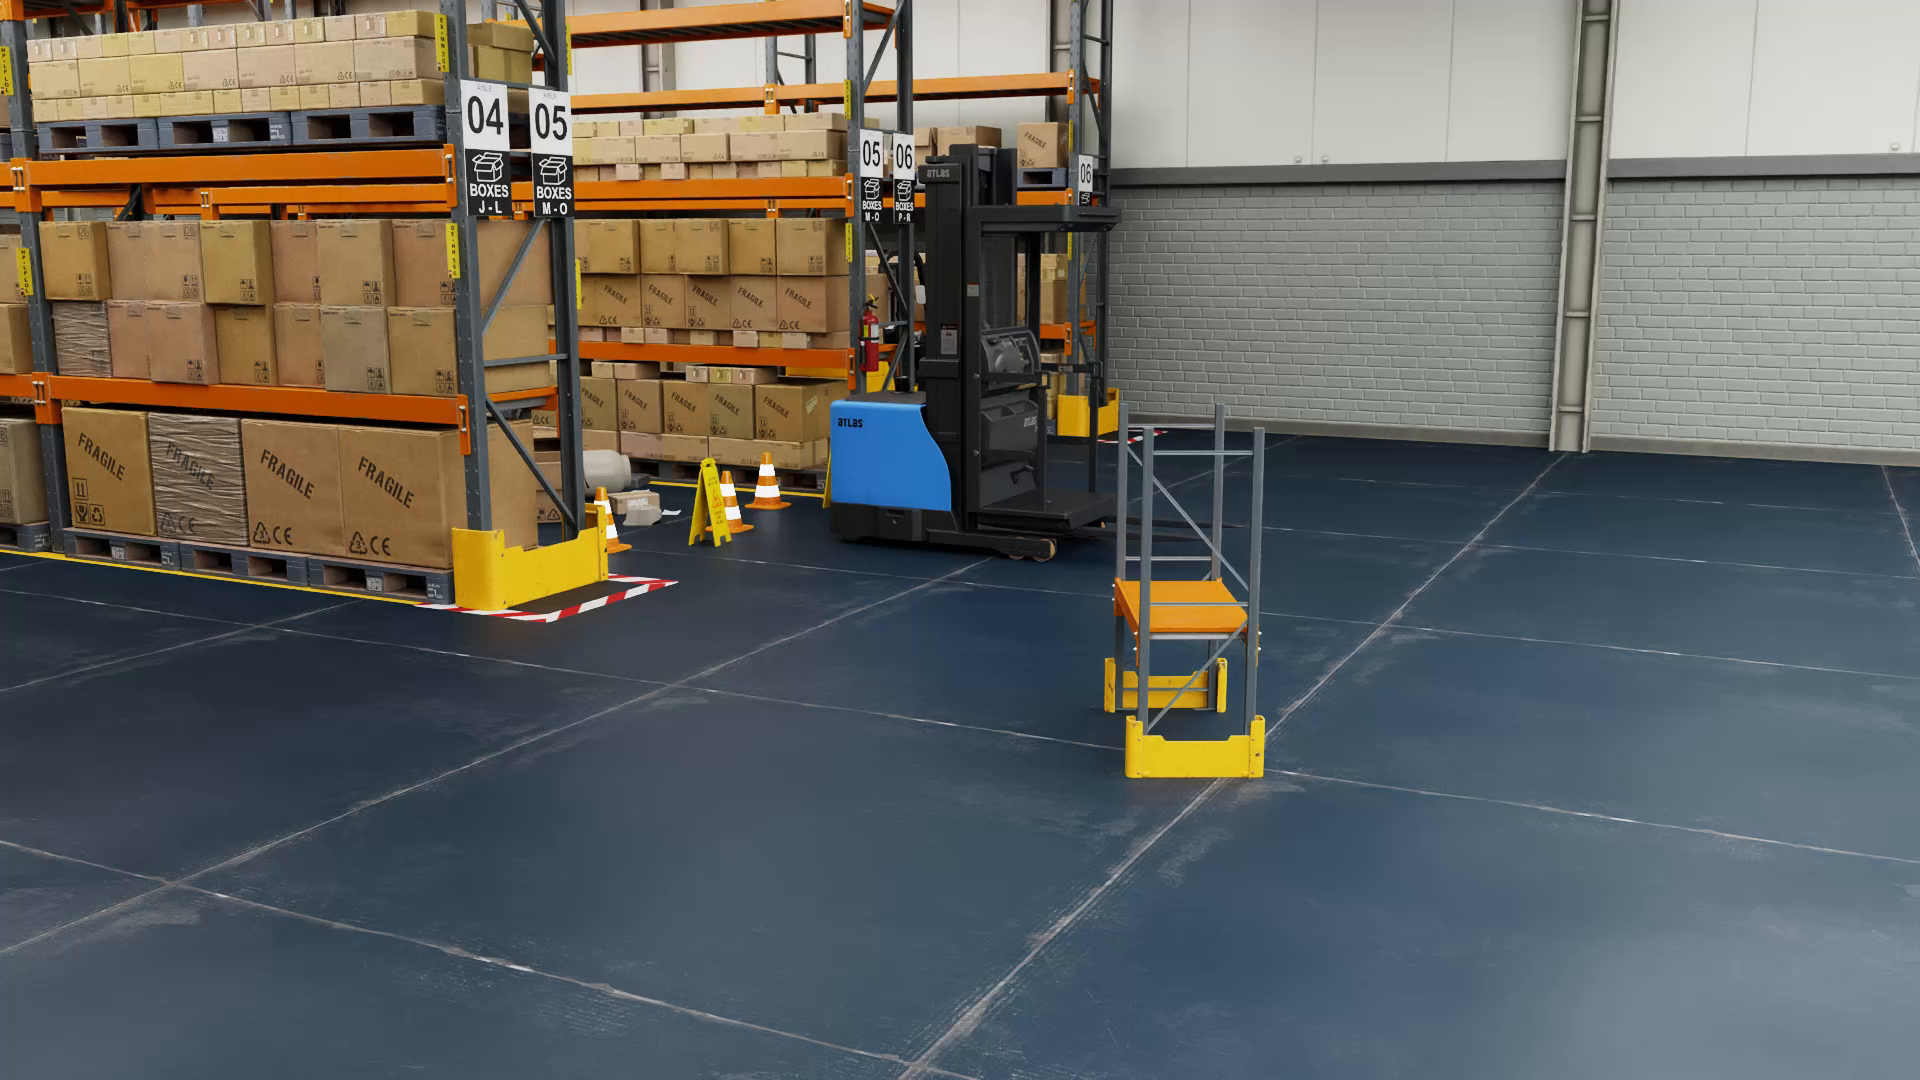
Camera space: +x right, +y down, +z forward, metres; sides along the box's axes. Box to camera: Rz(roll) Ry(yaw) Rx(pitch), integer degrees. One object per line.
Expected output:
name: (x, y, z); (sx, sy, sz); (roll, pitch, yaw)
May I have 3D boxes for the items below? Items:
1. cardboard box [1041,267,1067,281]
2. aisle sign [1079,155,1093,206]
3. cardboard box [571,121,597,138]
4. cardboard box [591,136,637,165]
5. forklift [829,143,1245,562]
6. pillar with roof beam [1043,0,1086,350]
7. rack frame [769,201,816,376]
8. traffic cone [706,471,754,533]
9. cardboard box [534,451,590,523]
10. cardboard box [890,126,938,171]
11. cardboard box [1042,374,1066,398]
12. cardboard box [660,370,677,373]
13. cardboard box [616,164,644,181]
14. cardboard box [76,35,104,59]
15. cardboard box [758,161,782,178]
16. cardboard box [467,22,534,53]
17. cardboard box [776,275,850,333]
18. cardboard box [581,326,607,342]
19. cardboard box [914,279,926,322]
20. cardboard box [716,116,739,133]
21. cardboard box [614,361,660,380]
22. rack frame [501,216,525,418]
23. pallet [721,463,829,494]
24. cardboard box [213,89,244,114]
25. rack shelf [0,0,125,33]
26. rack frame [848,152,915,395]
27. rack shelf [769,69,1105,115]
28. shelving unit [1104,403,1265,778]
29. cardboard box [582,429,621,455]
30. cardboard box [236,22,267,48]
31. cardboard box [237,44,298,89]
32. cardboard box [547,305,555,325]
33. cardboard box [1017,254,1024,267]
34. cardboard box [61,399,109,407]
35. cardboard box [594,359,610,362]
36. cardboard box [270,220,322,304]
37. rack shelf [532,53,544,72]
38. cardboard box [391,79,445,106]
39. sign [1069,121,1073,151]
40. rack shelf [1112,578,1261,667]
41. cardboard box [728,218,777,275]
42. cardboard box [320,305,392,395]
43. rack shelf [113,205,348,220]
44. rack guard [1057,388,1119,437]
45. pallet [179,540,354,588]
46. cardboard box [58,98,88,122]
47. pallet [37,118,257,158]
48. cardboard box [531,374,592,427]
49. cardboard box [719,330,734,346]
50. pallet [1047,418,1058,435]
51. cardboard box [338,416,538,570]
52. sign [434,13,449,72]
cardboard box: (1.061, -3.082, 19.237); (0.250, 0.149, 0.380); (5, 11, 27)
aisle sign: (1.424, -3.959, 18.881); (0.004, 0.787, 0.394); (5, 11, 26)
cardboard box: (-3.444, -3.858, 15.670); (0.250, 0.149, 0.380); (5, 11, 25)
cardboard box: (-3.101, -3.643, 15.600); (0.500, 0.250, 0.500); (5, 11, 26)
forklift: (0.560, -1.393, 12.199); (3.031, 2.935, 1.130); (5, 11, 26)
pillar with roof beam: (-0.635, -5.195, 16.165); (0.400, 9.000, 9.100); (5, 11, 26)
rack frame: (-2.092, -3.047, 21.141); (0.127, 3.000, 1.000); (5, 11, 26)
traffic cone: (-1.840, -0.314, 13.165); (0.334, 0.463, 0.336); (5, 11, 26)
cardboard box: (-3.393, -0.444, 13.771); (0.637, 0.503, 0.797); (-2, 11, -14)
cardboard box: (-0.391, -4.659, 19.878); (0.637, 0.503, 0.797); (5, 12, 28)
cardboard box: (0.921, -1.820, 19.499); (0.500, 0.250, 0.500); (5, 11, 25)
cardboard box: (-3.178, -1.433, 16.660); (0.500, 0.500, 0.500); (5, 12, 27)
cardboard box: (-2.996, -3.427, 15.524); (0.250, 0.149, 0.380); (5, 11, 25)
cardboard box: (-5.752, -3.333, 11.306); (0.250, 0.149, 0.380); (5, 11, 25)
cardboard box: (-1.602, -3.315, 14.907); (0.250, 0.149, 0.380); (5, 12, 28)
cardboard box: (-2.955, -3.218, 10.670); (0.250, 0.149, 0.380); (5, 11, 26)
cardboard box: (-1.306, -2.133, 14.976); (0.500, 0.500, 0.500); (5, 11, 25)
cardboard box: (-3.436, -2.001, 16.070); (0.250, 0.149, 0.380); (5, 12, 28)
cardboard box: (-0.439, -2.898, 20.040); (0.500, 0.500, 0.500); (5, 11, 26)
cardboard box: (-2.004, -3.755, 15.099); (0.250, 0.149, 0.380); (5, 11, 26)
cardboard box: (-3.085, -1.625, 15.903); (0.250, 0.149, 0.380); (6, 12, 29)
rack frame: (-4.285, -2.254, 16.760); (0.127, 3.000, 1.000); (5, 11, 26)
pallet: (-1.478, -0.642, 15.684); (1.213, 0.211, 1.003); (5, 11, 26)
cardboard box: (-4.613, -2.840, 10.825); (0.250, 0.149, 0.380); (5, 11, 27)
rack shelf: (-8.178, -4.014, 12.784); (4.000, 0.370, 1.077); (5, 11, 26)
rack frame: (-0.697, -1.938, 15.018); (0.127, 3.000, 1.000); (5, 11, 26)
rack shelf: (-0.298, -5.290, 19.836); (4.000, 0.370, 1.077); (5, 11, 26)
shelving unit: (1.004, 0.182, 7.512); (0.587, 1.500, 1.083); (0, 10, 0)
cardboard box: (-3.391, -0.977, 16.249); (0.500, 0.250, 0.500); (6, 12, 29)
cardboard box: (-4.389, -3.213, 10.645); (0.250, 0.149, 0.380); (5, 11, 25)
cardboard box: (-4.258, -3.018, 10.684); (0.500, 0.250, 0.500); (5, 11, 25)
cardboard box: (-4.013, -2.370, 16.287); (0.500, 0.500, 0.500); (5, 11, 26)
cardboard box: (0.846, -3.255, 19.357); (0.250, 0.149, 0.380); (5, 11, 26)
cardboard box: (-10.054, -1.939, 19.809); (0.875, 0.875, 0.875); (5, 12, 27)
cardboard box: (-4.536, -2.298, 22.496); (0.625, 0.625, 0.875); (5, 12, 28)
cardboard box: (-4.089, -1.875, 11.214); (0.550, 0.550, 0.875); (5, 11, 26)
rack shelf: (-6.078, -4.812, 17.196); (4.000, 0.370, 1.077); (5, 11, 26)
cardboard box: (-3.245, -2.720, 10.161); (0.250, 0.149, 0.380); (5, 11, 26)
sign: (1.243, -4.519, 18.588); (0.005, 0.325, 0.100); (5, 11, 26)
rack shelf: (1.004, 0.361, 7.536); (0.538, 0.185, 1.000); (0, 10, 0)
cardboard box: (-1.703, -2.672, 15.150); (0.500, 0.500, 0.700); (5, 11, 26)
cardboard box: (-3.653, -1.276, 10.934); (0.550, 0.550, 0.875); (5, 11, 26)
rack shelf: (-11.059, -4.957, 25.292); (4.000, 0.370, 1.077); (5, 11, 26)
rack guard: (1.517, -1.500, 19.612); (0.348, 0.500, 1.175); (5, 11, 26)
pallet: (-4.639, 0.085, 11.666); (1.213, 0.211, 1.003); (5, 11, 26)
cardboard box: (-5.975, -2.960, 11.487); (0.250, 0.149, 0.380); (5, 11, 26)
pallet: (-5.655, -2.821, 11.723); (1.213, 0.211, 1.003); (5, 11, 26)
cardboard box: (-3.875, -1.387, 16.405); (0.500, 0.500, 0.500); (6, 12, 29)
cardboard box: (-2.036, -1.894, 15.478); (0.250, 0.149, 0.380); (5, 11, 27)
pallet: (0.791, -1.413, 19.944); (1.213, 0.211, 1.003); (5, 11, 26)
cardboard box: (-3.434, -0.344, 10.995); (0.875, 0.875, 0.875); (5, 11, 26)
sign: (-3.050, -2.927, 9.794); (0.005, 0.325, 0.100); (5, 11, 26)
